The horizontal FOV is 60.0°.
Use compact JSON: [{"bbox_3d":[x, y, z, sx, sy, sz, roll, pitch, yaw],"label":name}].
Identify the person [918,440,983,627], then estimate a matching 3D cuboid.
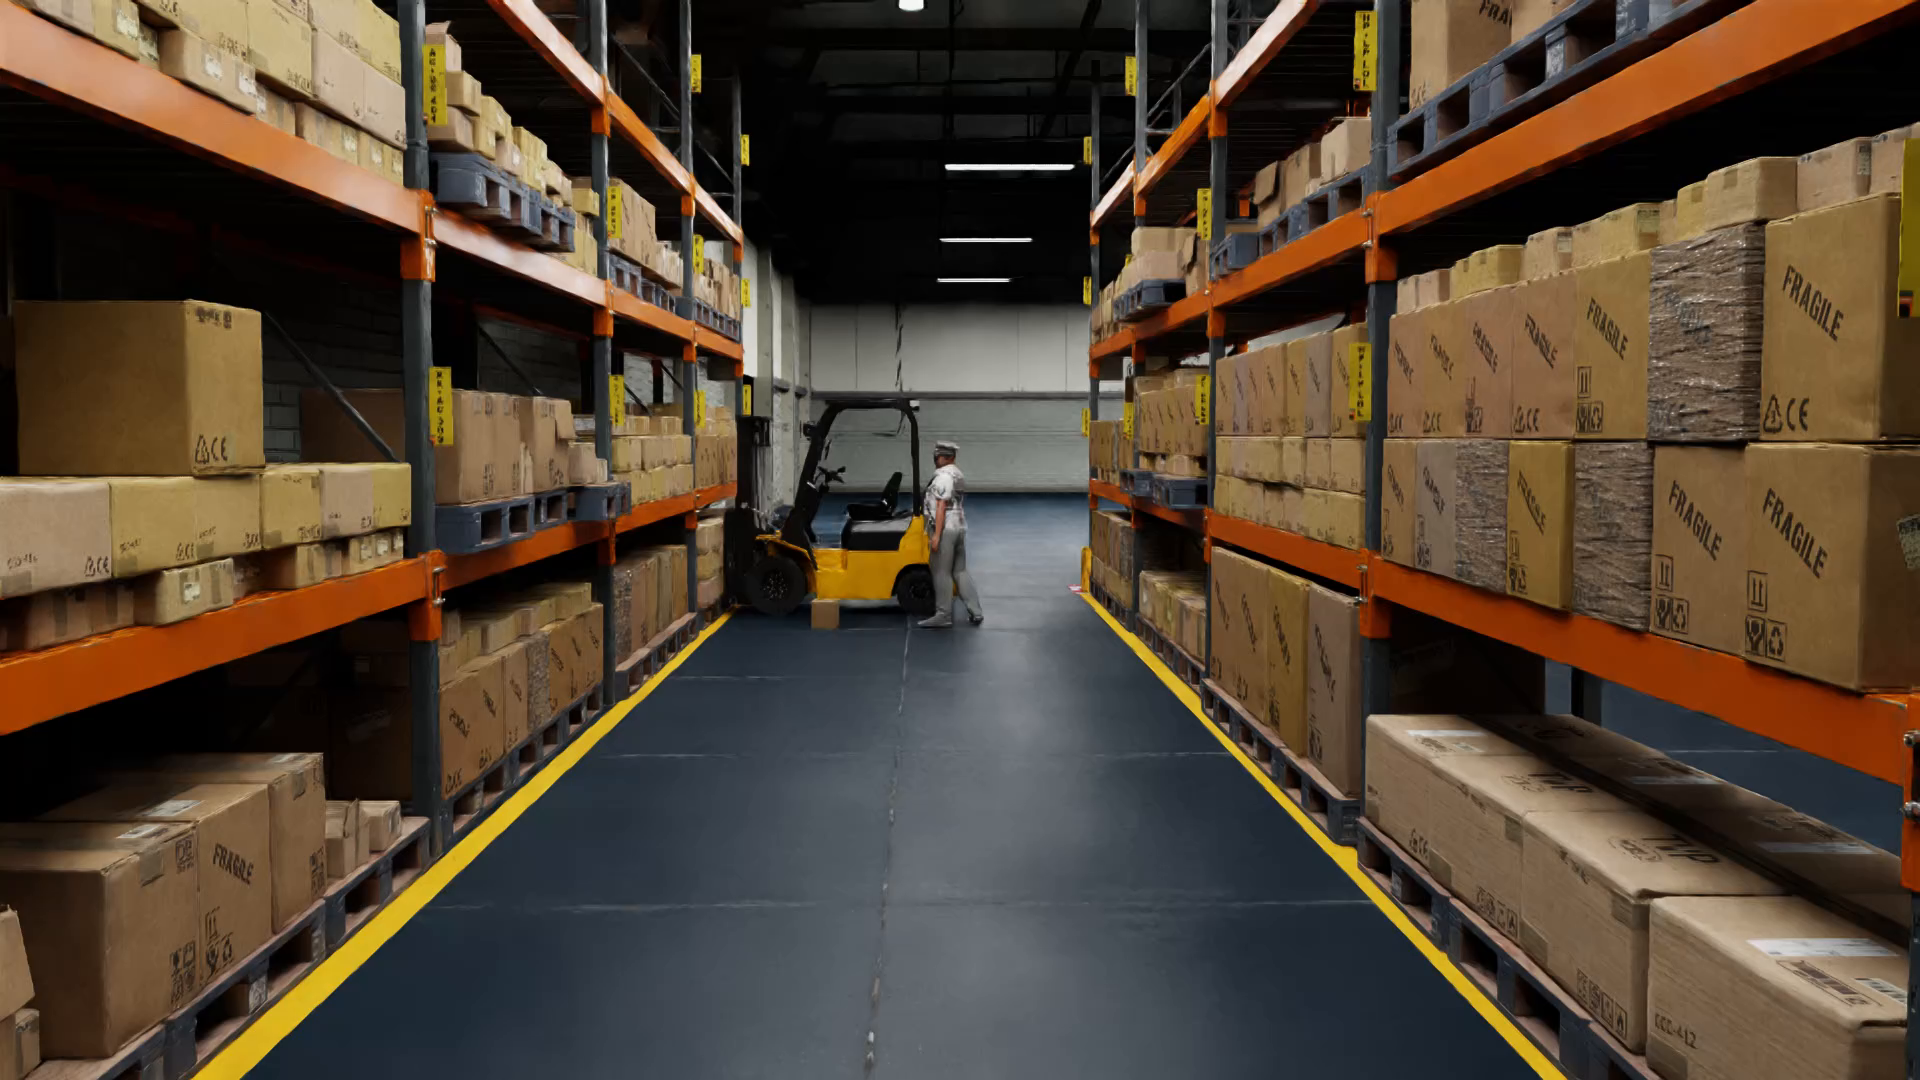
[{"bbox_3d":[-0.093,-0.066,15.599,0.564,1.750,0.759,1,4,18],"label":"person"}]
